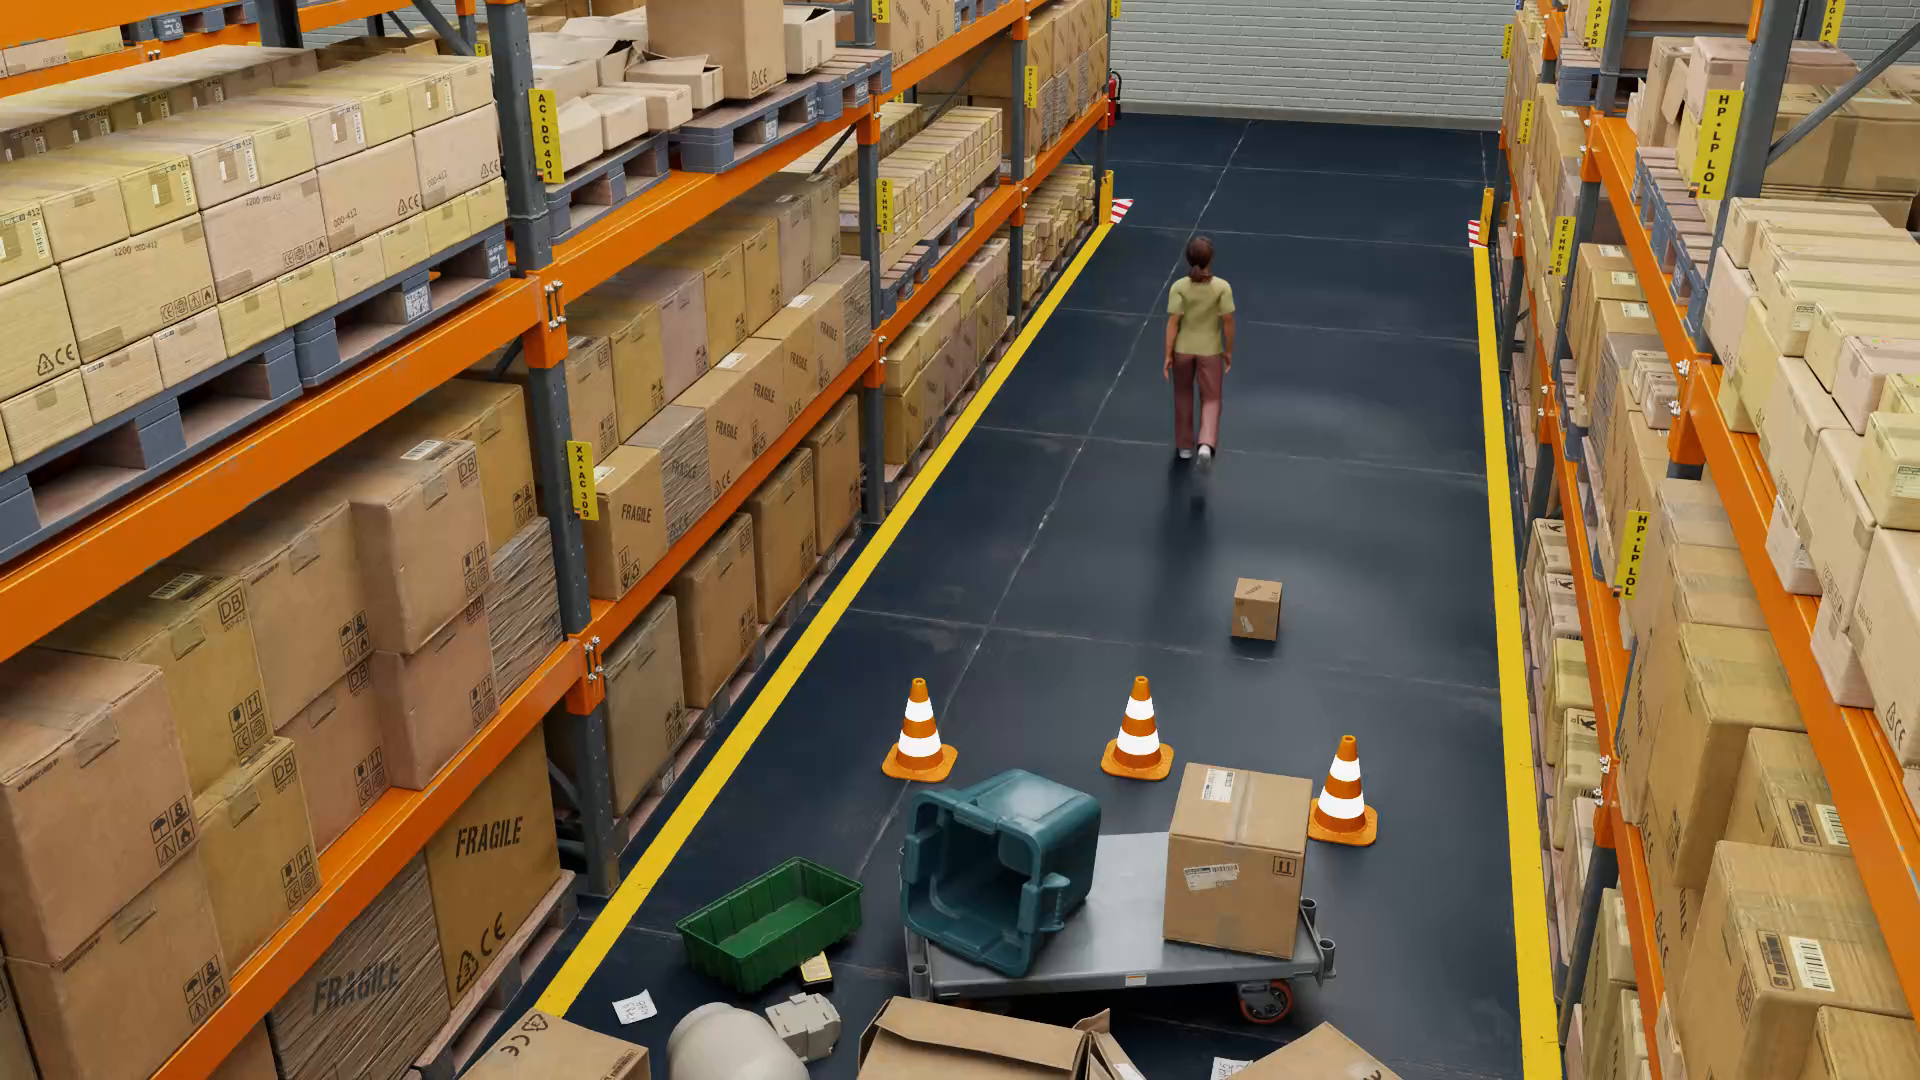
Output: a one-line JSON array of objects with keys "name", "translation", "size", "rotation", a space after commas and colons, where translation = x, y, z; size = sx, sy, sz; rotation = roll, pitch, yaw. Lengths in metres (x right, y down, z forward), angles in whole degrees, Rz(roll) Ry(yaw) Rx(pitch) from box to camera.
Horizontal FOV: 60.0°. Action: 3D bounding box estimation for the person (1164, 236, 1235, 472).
[{"name": "person", "translation": [1.613, -1.252, 11.235], "size": [0.456, 1.635, 0.866], "rotation": [4, 26, 9]}]
